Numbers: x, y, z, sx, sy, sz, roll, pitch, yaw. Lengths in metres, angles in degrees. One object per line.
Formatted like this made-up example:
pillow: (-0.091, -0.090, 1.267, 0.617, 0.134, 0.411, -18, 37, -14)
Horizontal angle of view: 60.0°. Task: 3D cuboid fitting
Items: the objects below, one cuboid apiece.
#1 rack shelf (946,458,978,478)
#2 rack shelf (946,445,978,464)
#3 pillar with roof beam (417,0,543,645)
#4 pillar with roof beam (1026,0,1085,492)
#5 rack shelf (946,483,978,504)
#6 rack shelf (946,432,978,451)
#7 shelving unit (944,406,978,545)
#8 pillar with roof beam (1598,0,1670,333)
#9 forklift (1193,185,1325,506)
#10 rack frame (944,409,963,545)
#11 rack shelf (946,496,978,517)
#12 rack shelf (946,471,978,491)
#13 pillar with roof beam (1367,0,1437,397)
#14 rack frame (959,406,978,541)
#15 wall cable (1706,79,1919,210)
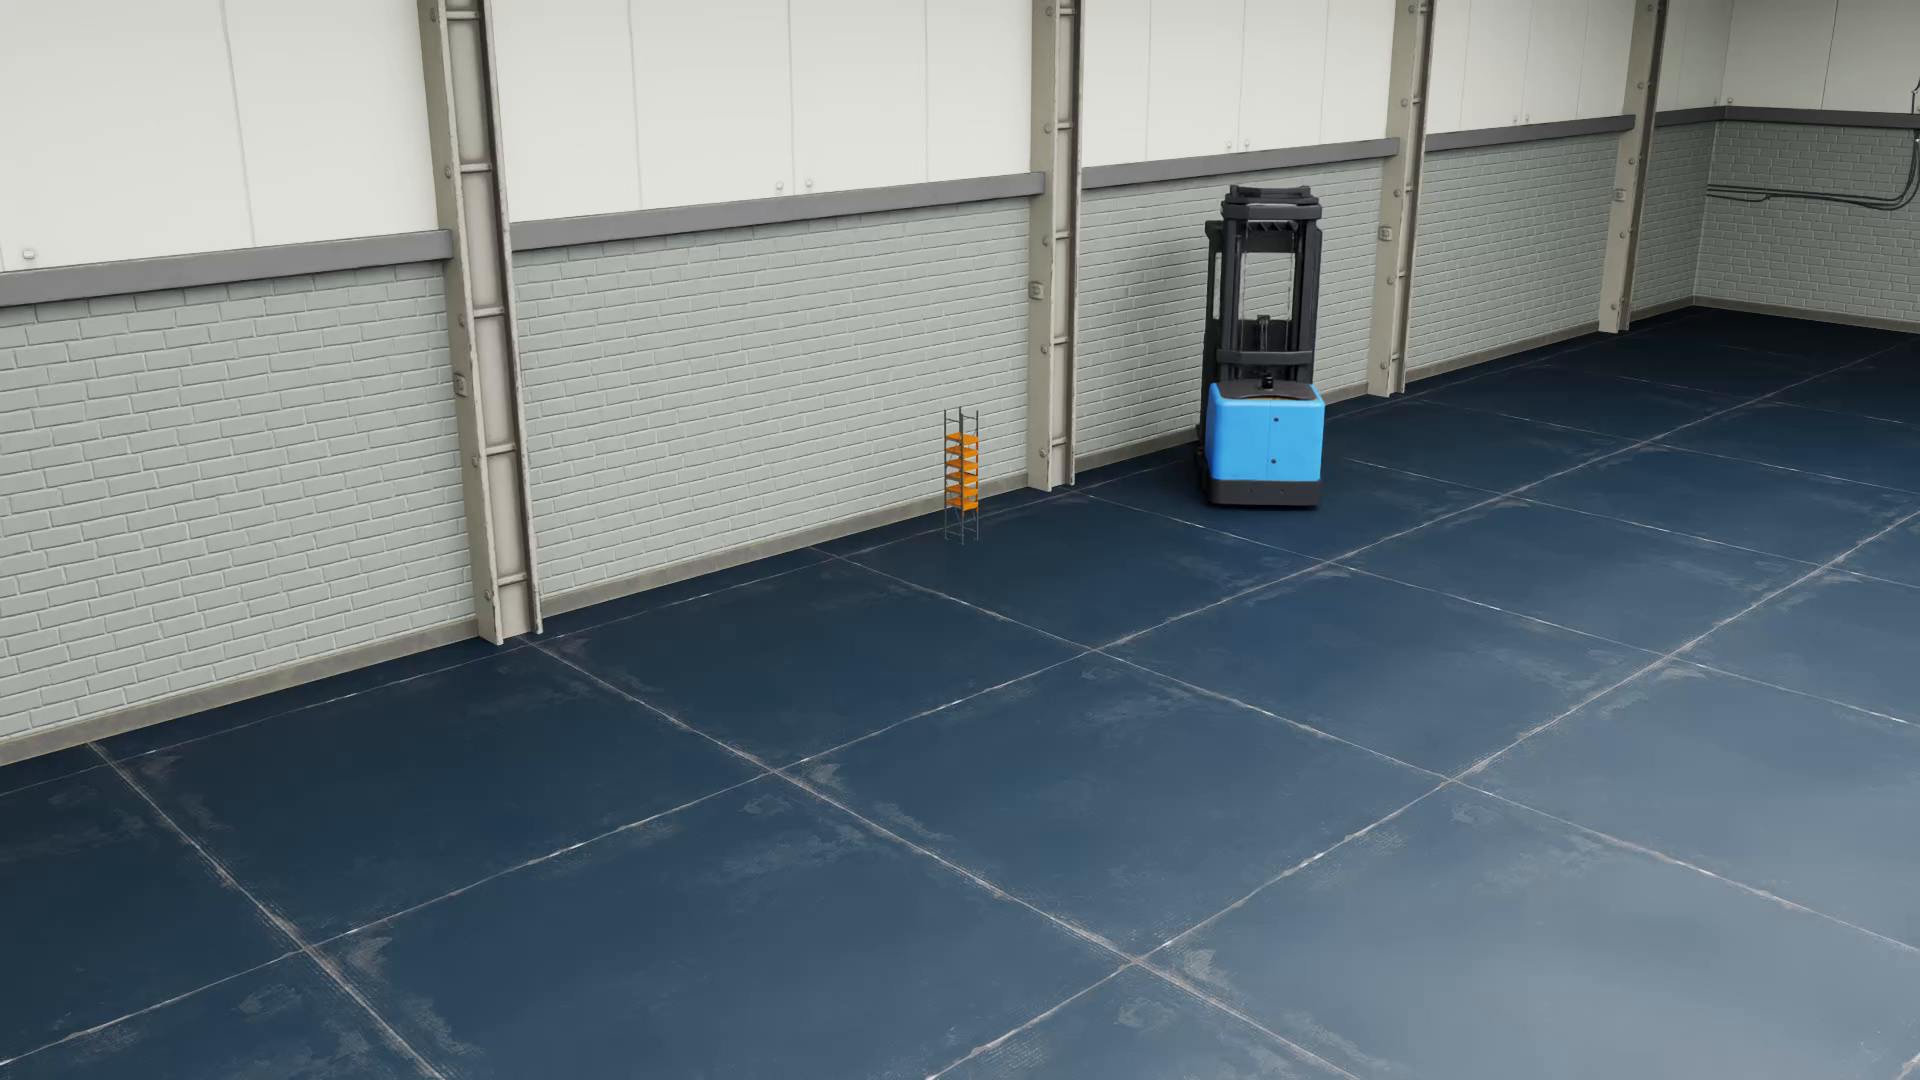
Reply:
rack shelf: (0.011, -0.646, 14.786, 0.180, 0.103, 0.258, -16, 24, -41)
rack shelf: (0.011, -0.760, 14.749, 0.180, 0.103, 0.258, -16, 24, -41)
pillar with roof beam: (-0.495, -2.598, 8.408, 0.400, 9.000, 9.100, -16, 24, -41)
pillar with roof beam: (3.864, -3.870, 12.330, 0.400, 9.000, 9.100, -16, 24, -41)
rack shelf: (0.011, -0.417, 14.860, 0.180, 0.103, 0.258, -16, 24, -41)
rack shelf: (0.011, -0.874, 14.712, 0.180, 0.103, 0.258, -16, 24, -41)
shelving unit: (0.011, -0.574, 14.809, 0.189, 1.200, 0.258, -16, 24, -41)
pillar with roof beam: (12.584, -6.413, 20.172, 0.400, 9.000, 9.100, -16, 24, -41)
forklift: (3.003, -2.123, 16.779, 1.130, 2.935, 3.031, 1, 18, 4)
rack frame: (-0.056, -0.554, 14.749, 0.006, 1.200, 0.240, -16, 24, -41)
rack shelf: (0.011, -0.303, 14.897, 0.180, 0.103, 0.258, -16, 24, -41)
rack shelf: (0.011, -0.532, 14.823, 0.180, 0.103, 0.258, -16, 24, -41)
pillar with roof beam: (8.224, -5.141, 16.251, 0.400, 9.000, 9.100, -16, 24, -41)
rack frame: (0.077, -0.593, 14.869, 0.006, 1.200, 0.240, -16, 24, -41)
wall cable: (12.675, -6.228, 24.638, 0.112, 2.526, 3.097, -16, 24, -41)
